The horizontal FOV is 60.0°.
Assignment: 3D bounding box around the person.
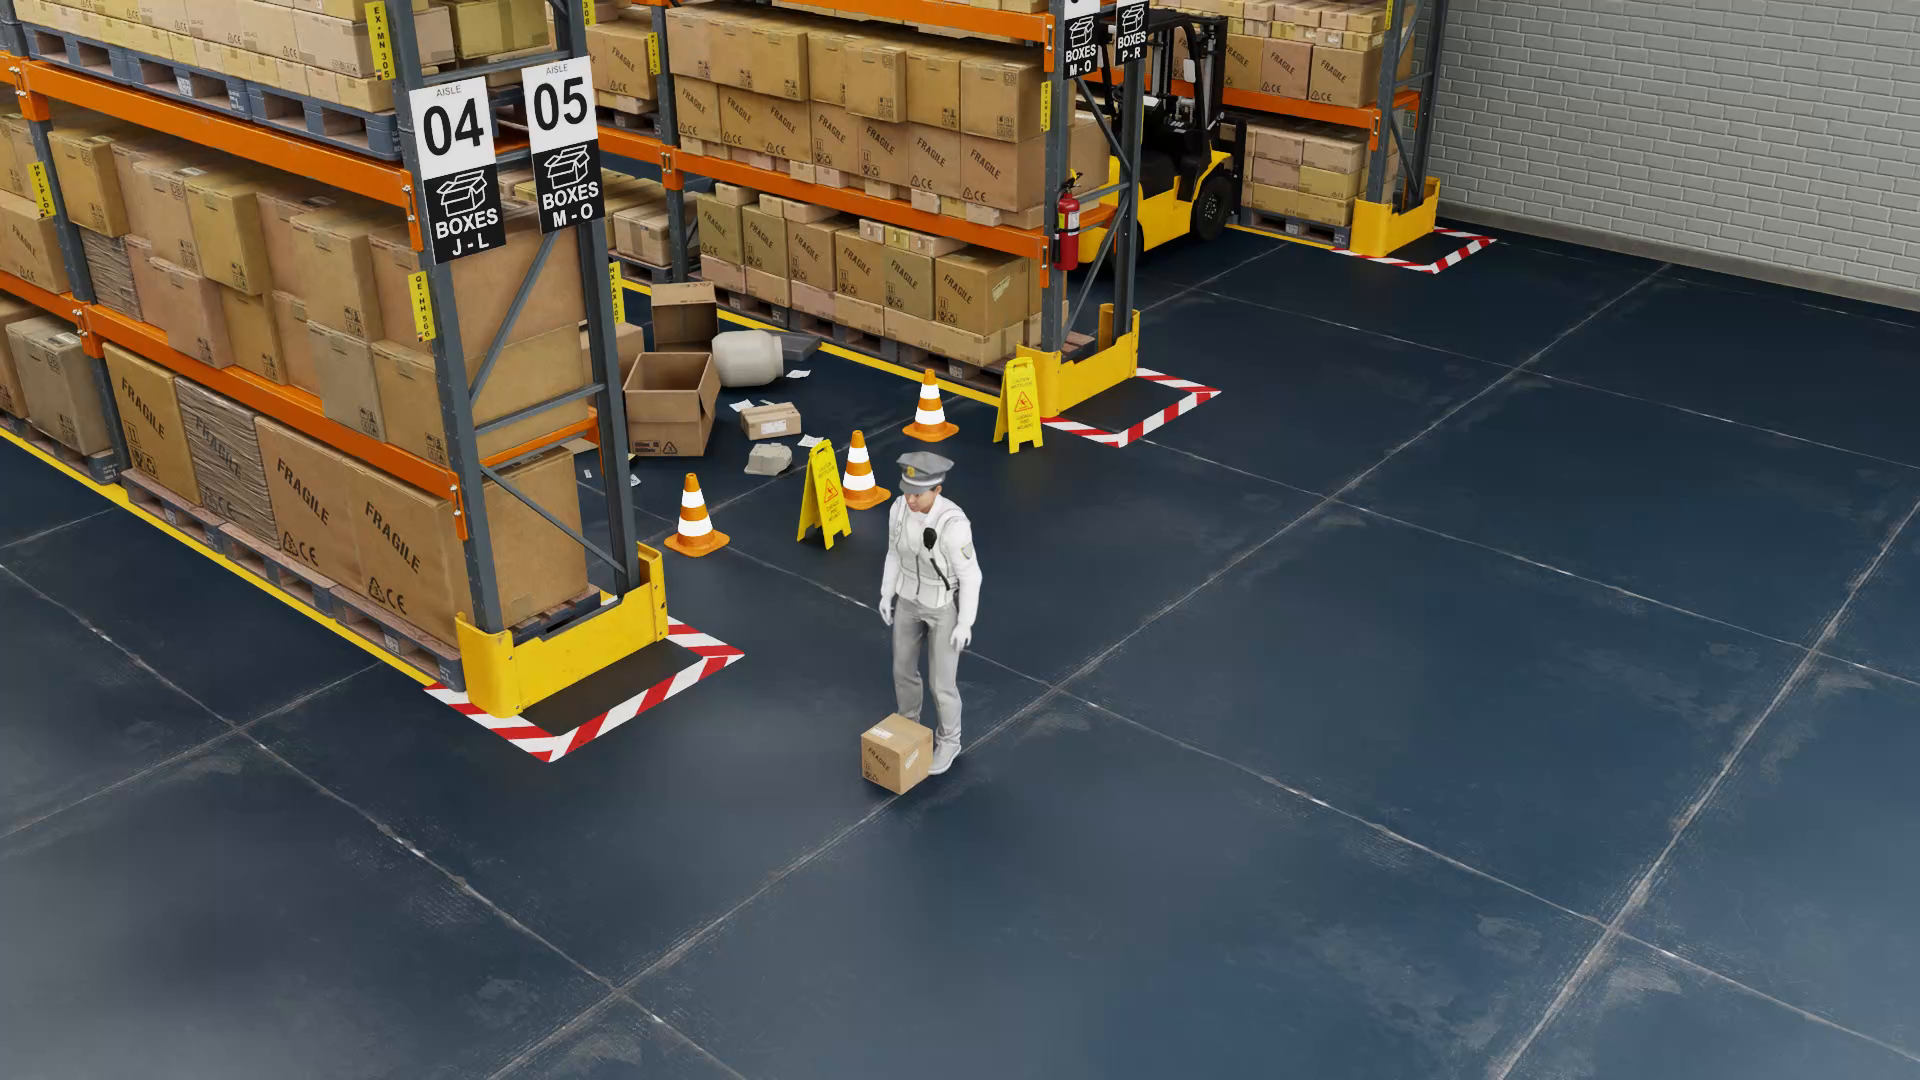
[{"bbox_3d":[-0.152,0.333,7.974,0.547,1.666,0.371,19,33,32],"label":"person"}]
